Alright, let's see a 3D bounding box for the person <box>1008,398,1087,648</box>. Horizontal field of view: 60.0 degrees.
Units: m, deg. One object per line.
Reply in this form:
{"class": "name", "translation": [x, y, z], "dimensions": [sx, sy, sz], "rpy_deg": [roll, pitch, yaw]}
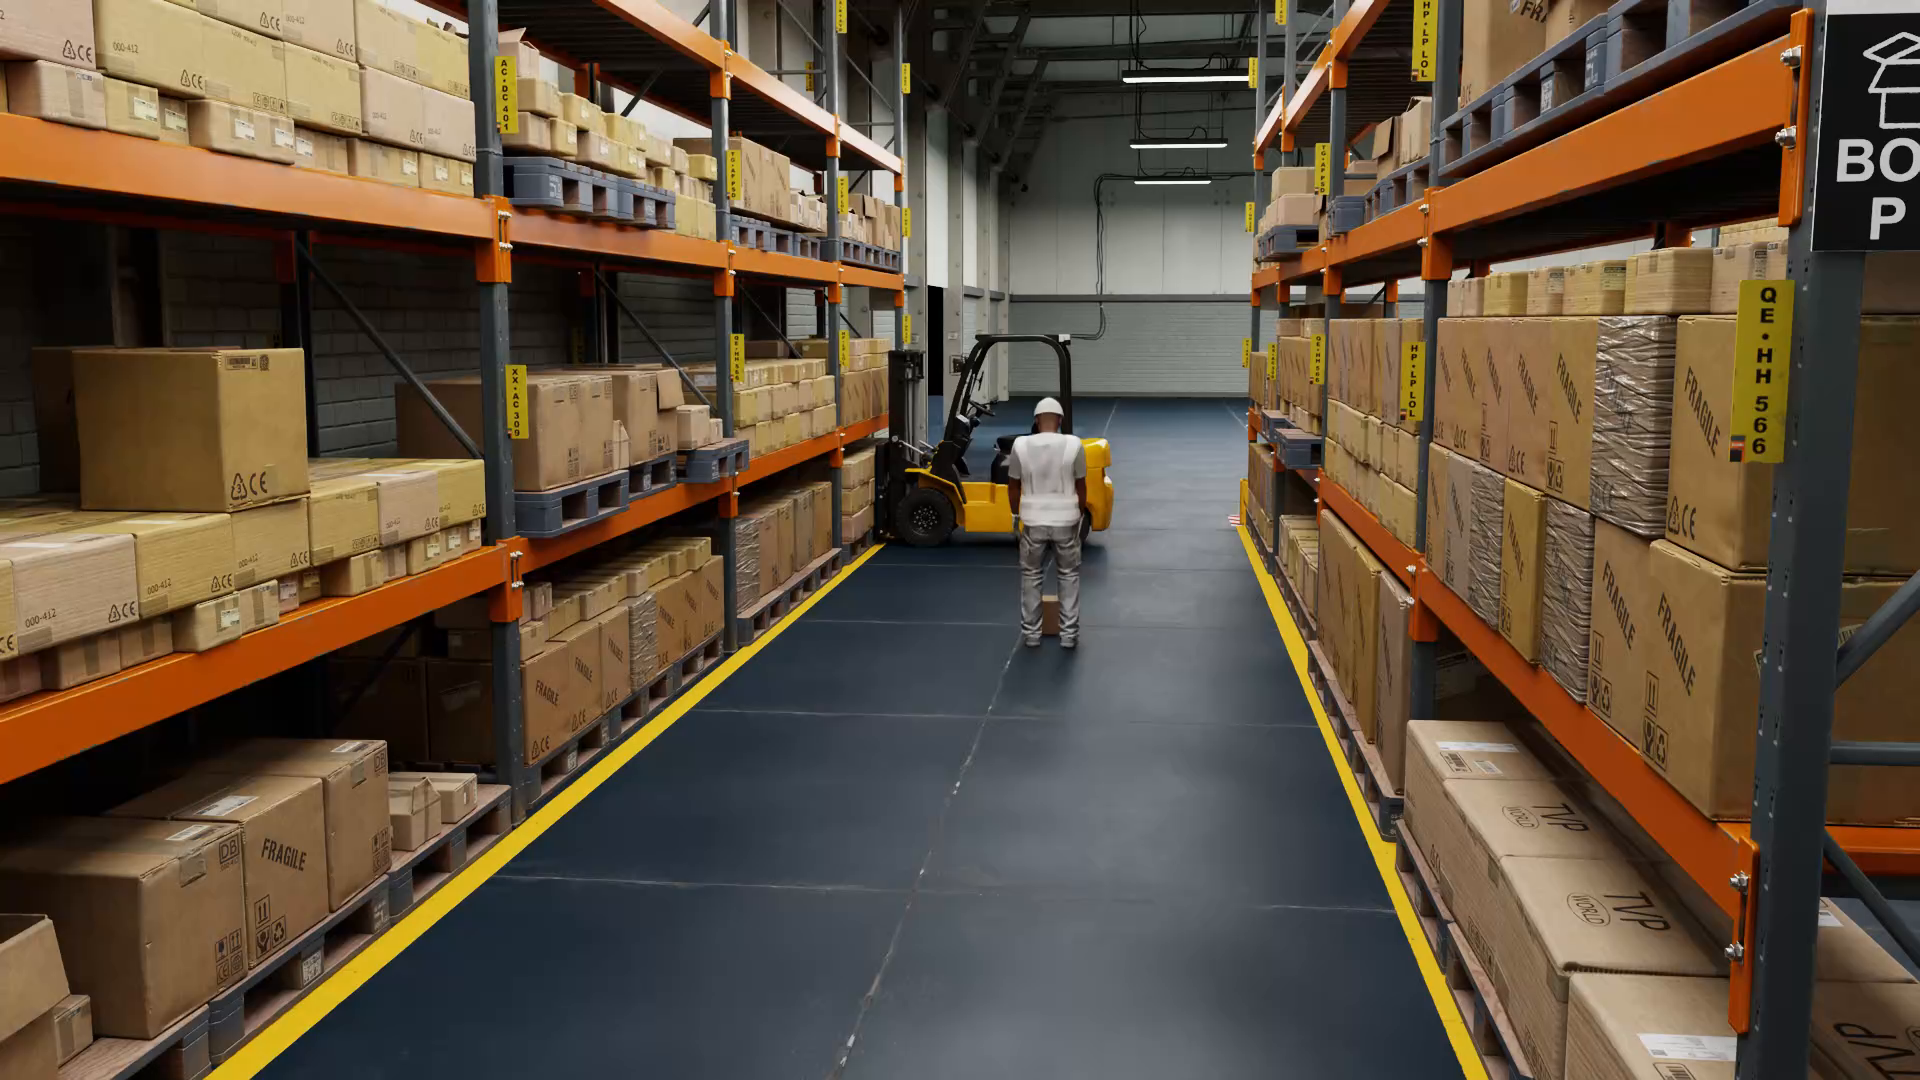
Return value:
{"class": "person", "translation": [0.618, -0.124, 11.775], "dimensions": [0.563, 1.755, 0.414], "rpy_deg": [1, 8, 8]}
